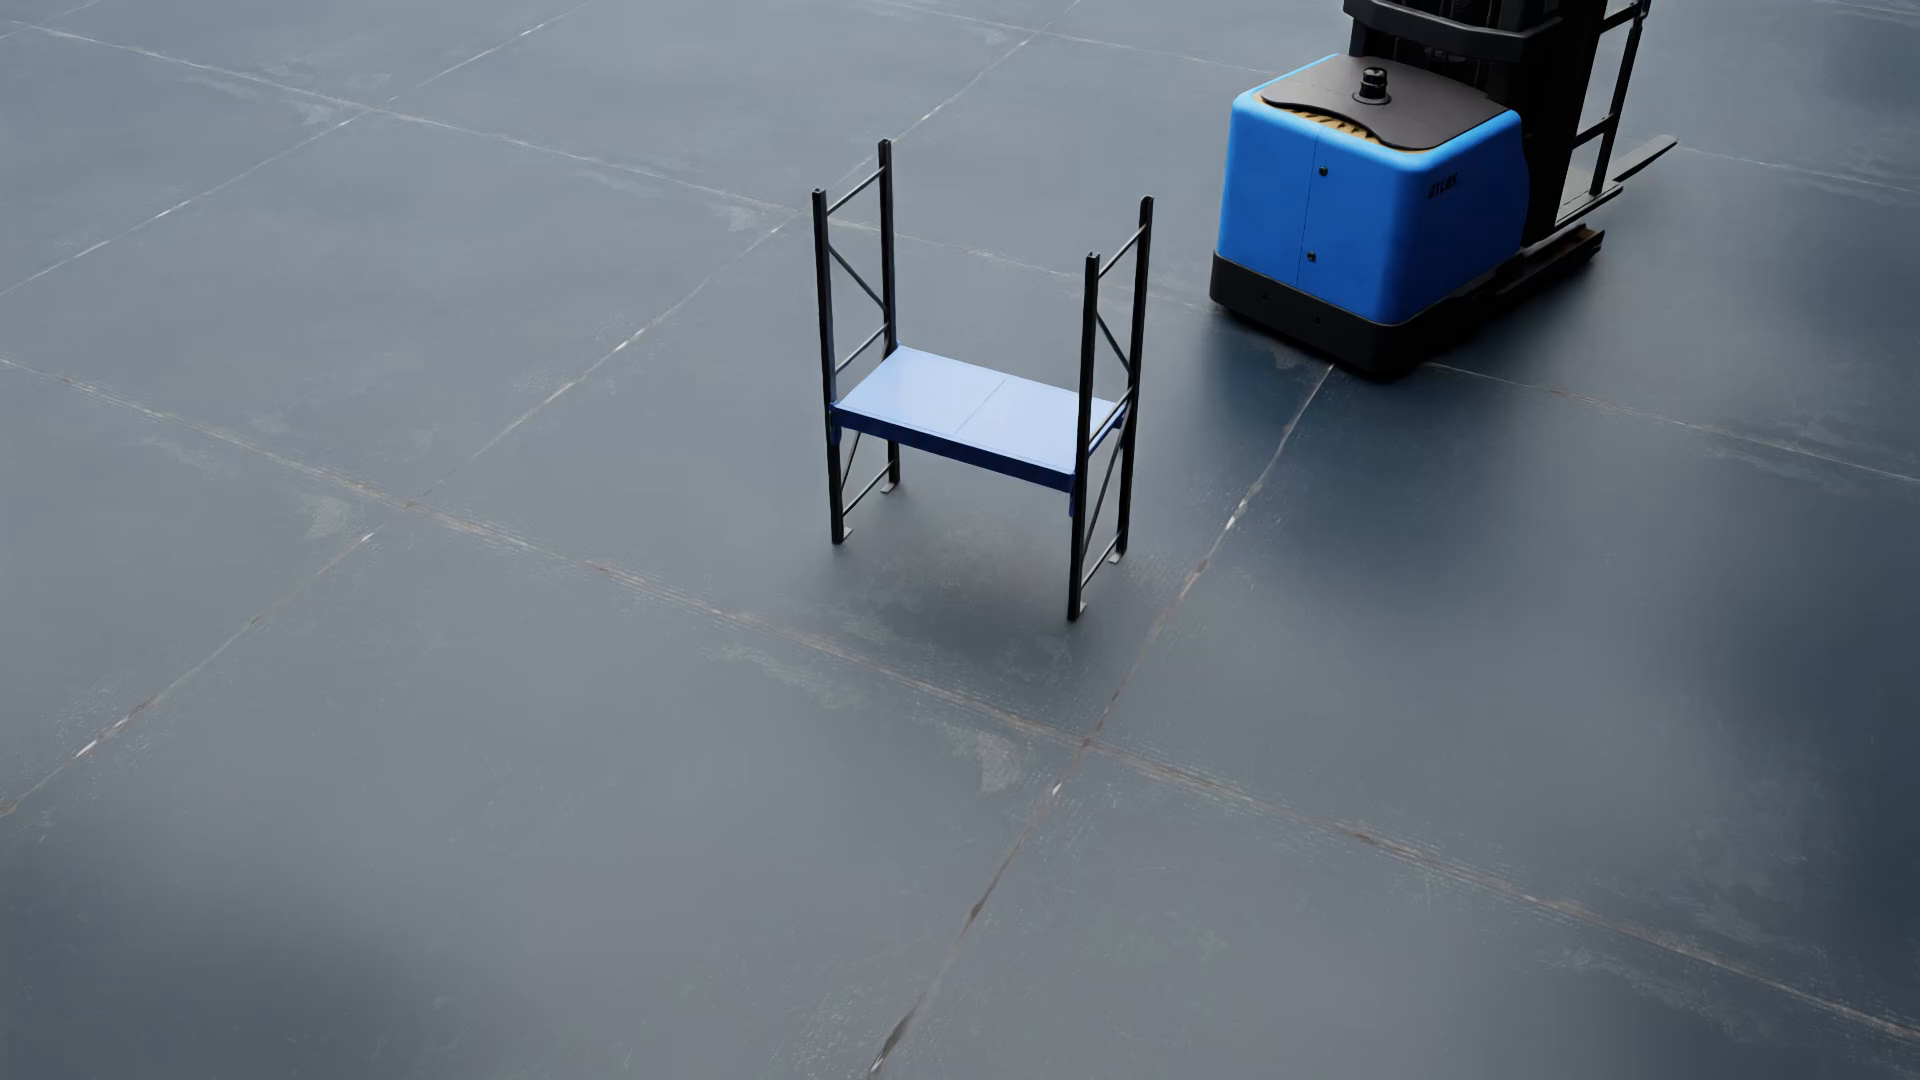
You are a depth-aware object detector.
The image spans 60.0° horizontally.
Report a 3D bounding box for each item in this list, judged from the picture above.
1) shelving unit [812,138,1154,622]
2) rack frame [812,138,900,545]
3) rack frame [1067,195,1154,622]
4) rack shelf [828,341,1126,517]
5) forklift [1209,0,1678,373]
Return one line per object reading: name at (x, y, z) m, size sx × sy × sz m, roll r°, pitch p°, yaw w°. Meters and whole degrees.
shelving unit at (0.076, -0.574, 6.082) m, size 1.048 × 1.500 × 0.538 m, roll 17°, pitch 41°, yaw 21°
rack frame at (-0.376, -0.715, 6.269) m, size 0.032 × 1.500 × 0.500 m, roll 17°, pitch 41°, yaw 21°
rack frame at (0.527, -0.432, 5.896) m, size 0.032 × 1.500 × 0.500 m, roll 17°, pitch 41°, yaw 21°
rack shelf at (0.076, -0.430, 6.191) m, size 1.000 × 0.185 × 0.538 m, roll 17°, pitch 41°, yaw 21°
forklift at (2.607, -2.695, 7.693) m, size 3.031 × 2.935 × 1.130 m, roll -30°, pitch 47°, yaw -34°
